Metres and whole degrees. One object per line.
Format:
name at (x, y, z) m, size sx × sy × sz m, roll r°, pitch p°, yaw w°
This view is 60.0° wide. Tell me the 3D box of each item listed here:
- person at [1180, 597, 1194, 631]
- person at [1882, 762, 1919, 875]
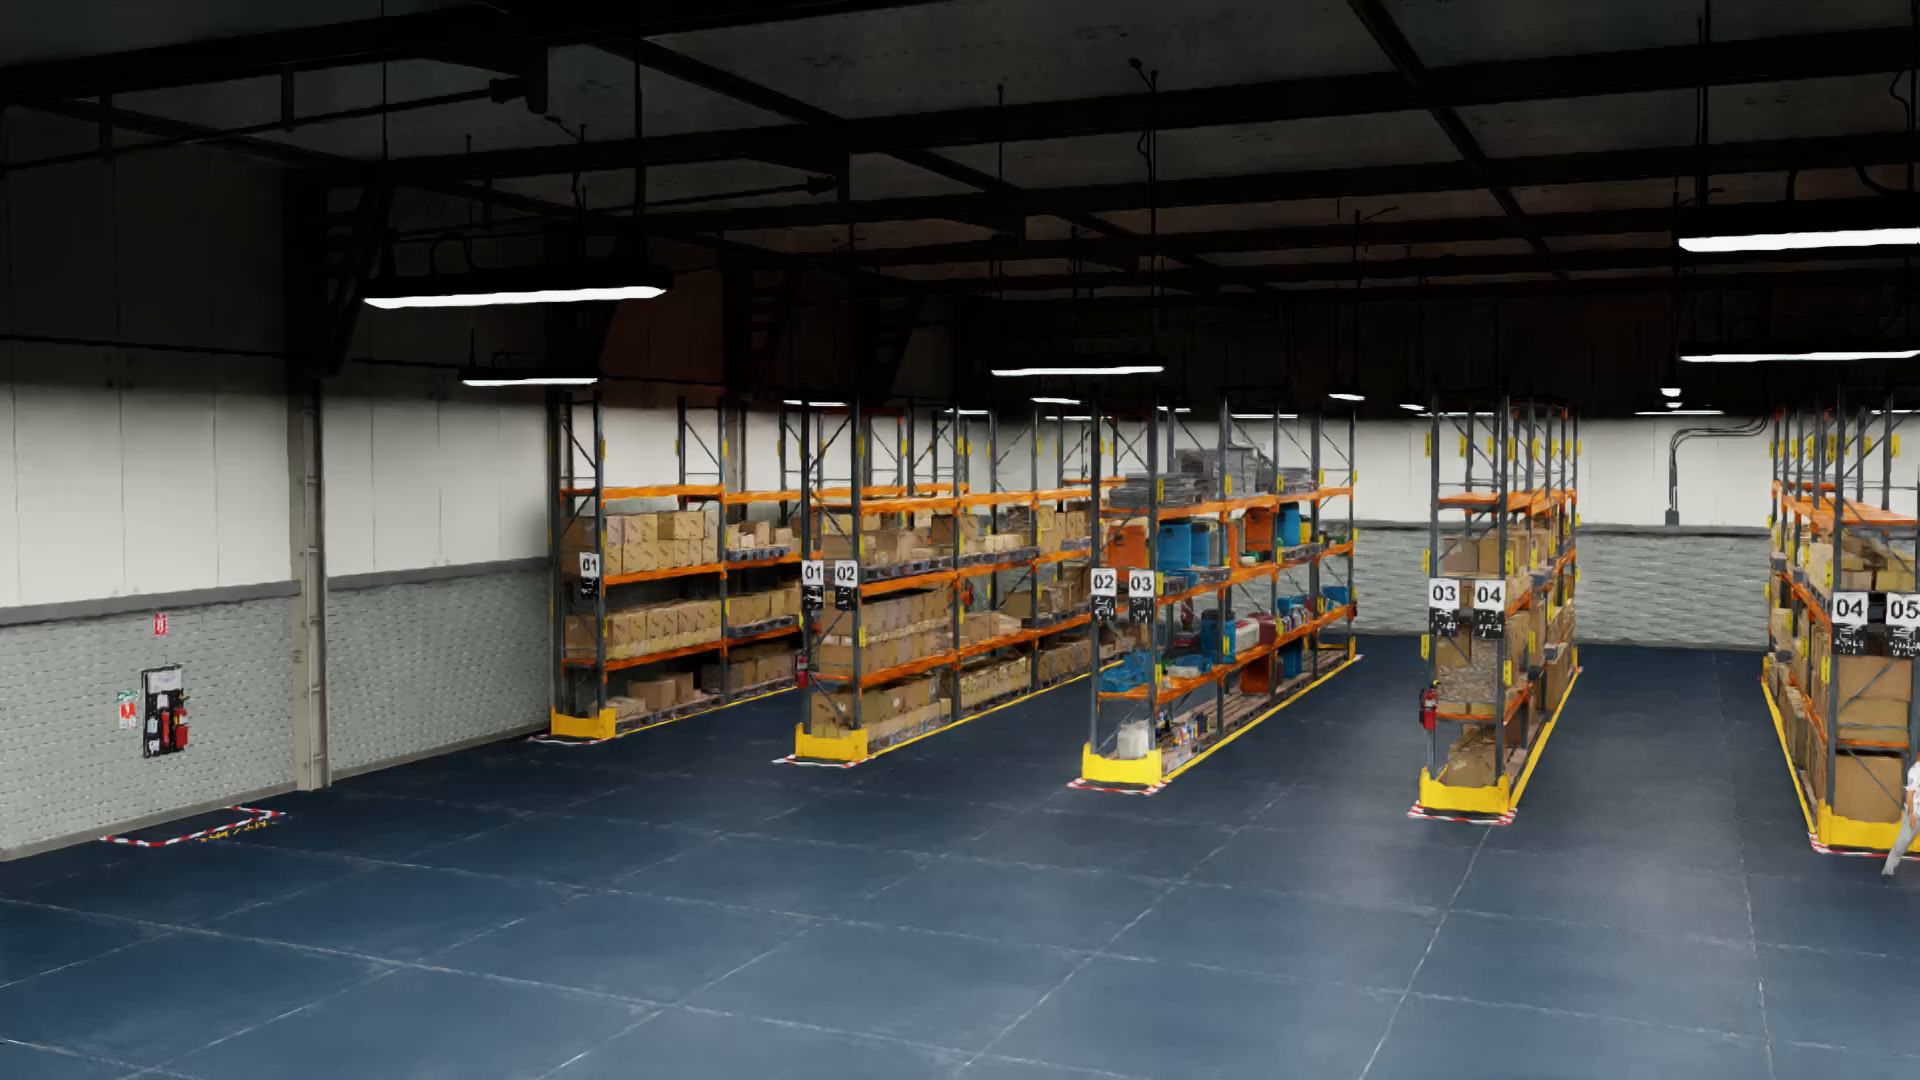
person at (5.666, 1.784, 41.840) m, size 0.544 × 1.779 × 0.649 m, roll 1°, pitch 3°, yaw 17°
person at (11.057, 3.130, 19.064) m, size 0.588 × 1.626 × 0.917 m, roll 0°, pitch 3°, yaw -4°
